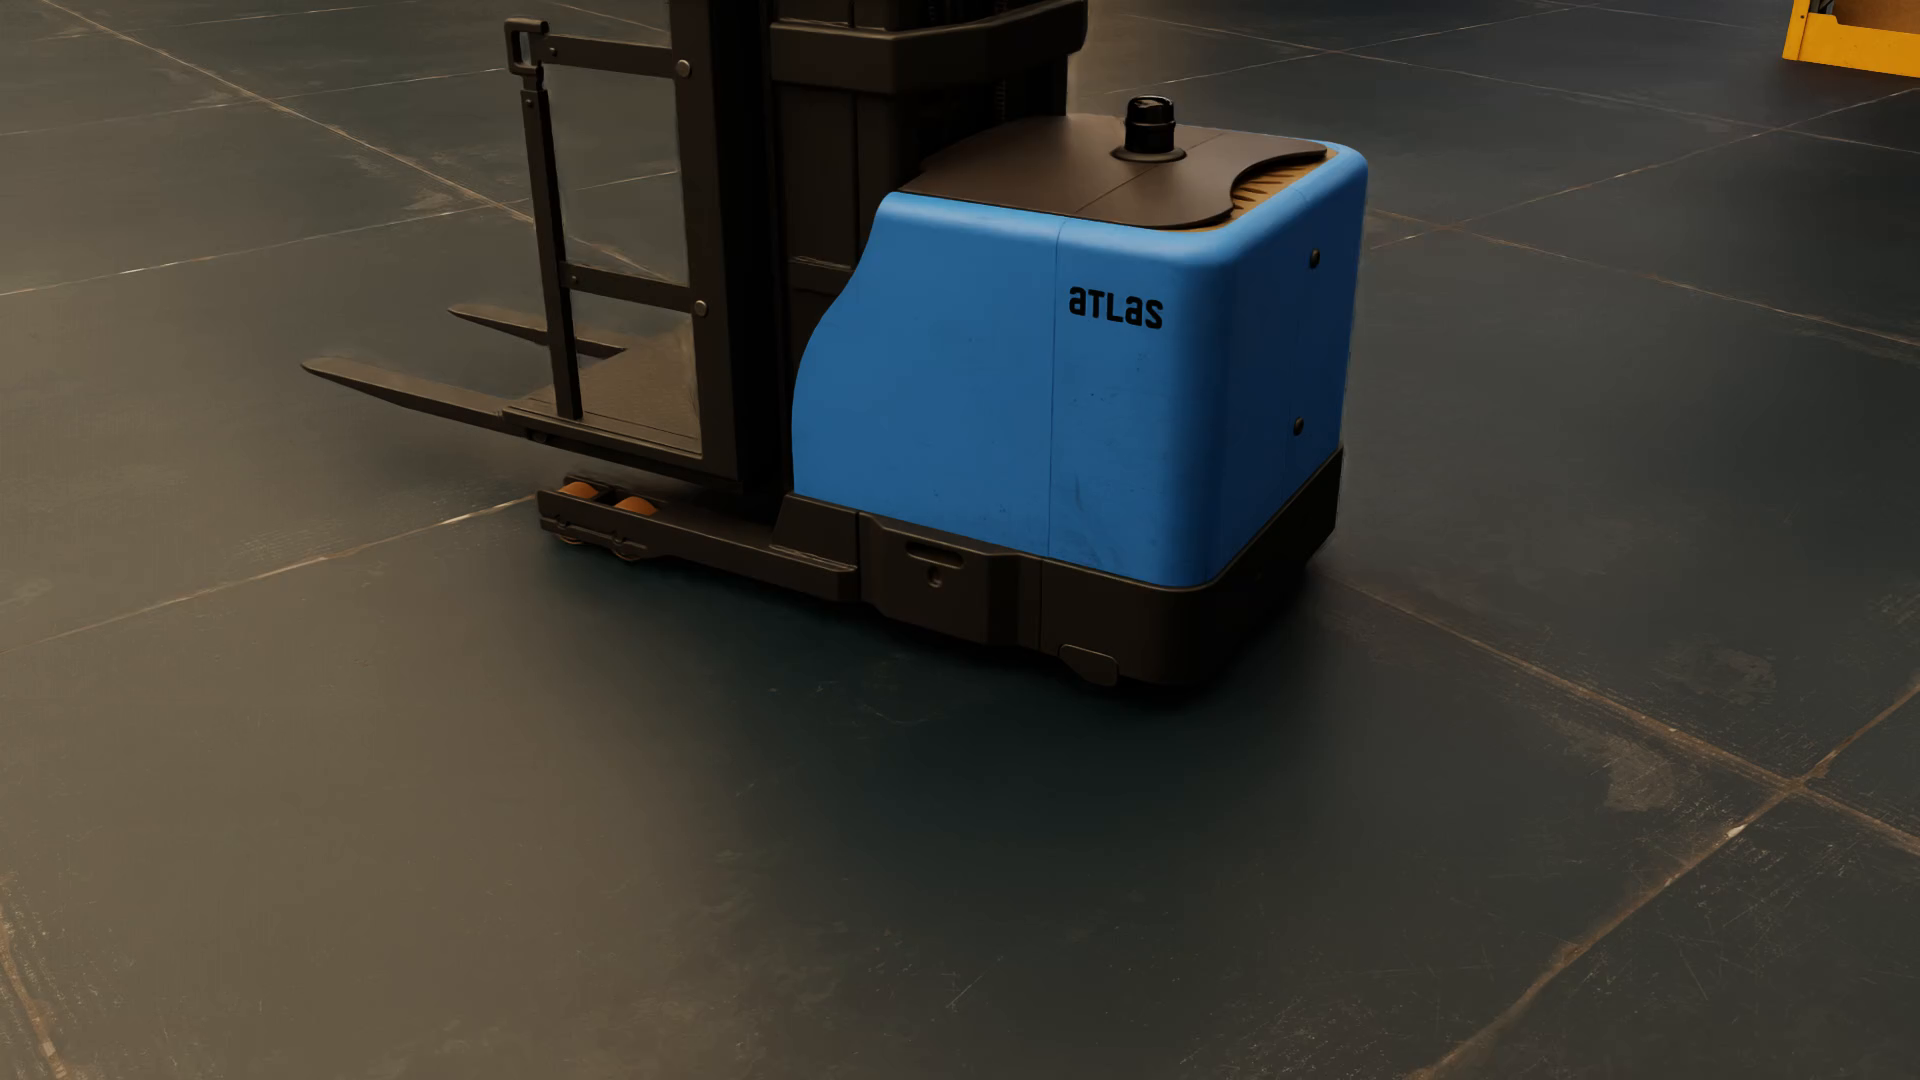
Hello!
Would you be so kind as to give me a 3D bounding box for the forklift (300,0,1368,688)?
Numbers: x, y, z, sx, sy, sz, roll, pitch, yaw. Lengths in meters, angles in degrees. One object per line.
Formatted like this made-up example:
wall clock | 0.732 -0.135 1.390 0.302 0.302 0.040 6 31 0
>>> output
forklift | -0.541 -1.444 4.114 3.031 2.935 1.130 14 30 26
